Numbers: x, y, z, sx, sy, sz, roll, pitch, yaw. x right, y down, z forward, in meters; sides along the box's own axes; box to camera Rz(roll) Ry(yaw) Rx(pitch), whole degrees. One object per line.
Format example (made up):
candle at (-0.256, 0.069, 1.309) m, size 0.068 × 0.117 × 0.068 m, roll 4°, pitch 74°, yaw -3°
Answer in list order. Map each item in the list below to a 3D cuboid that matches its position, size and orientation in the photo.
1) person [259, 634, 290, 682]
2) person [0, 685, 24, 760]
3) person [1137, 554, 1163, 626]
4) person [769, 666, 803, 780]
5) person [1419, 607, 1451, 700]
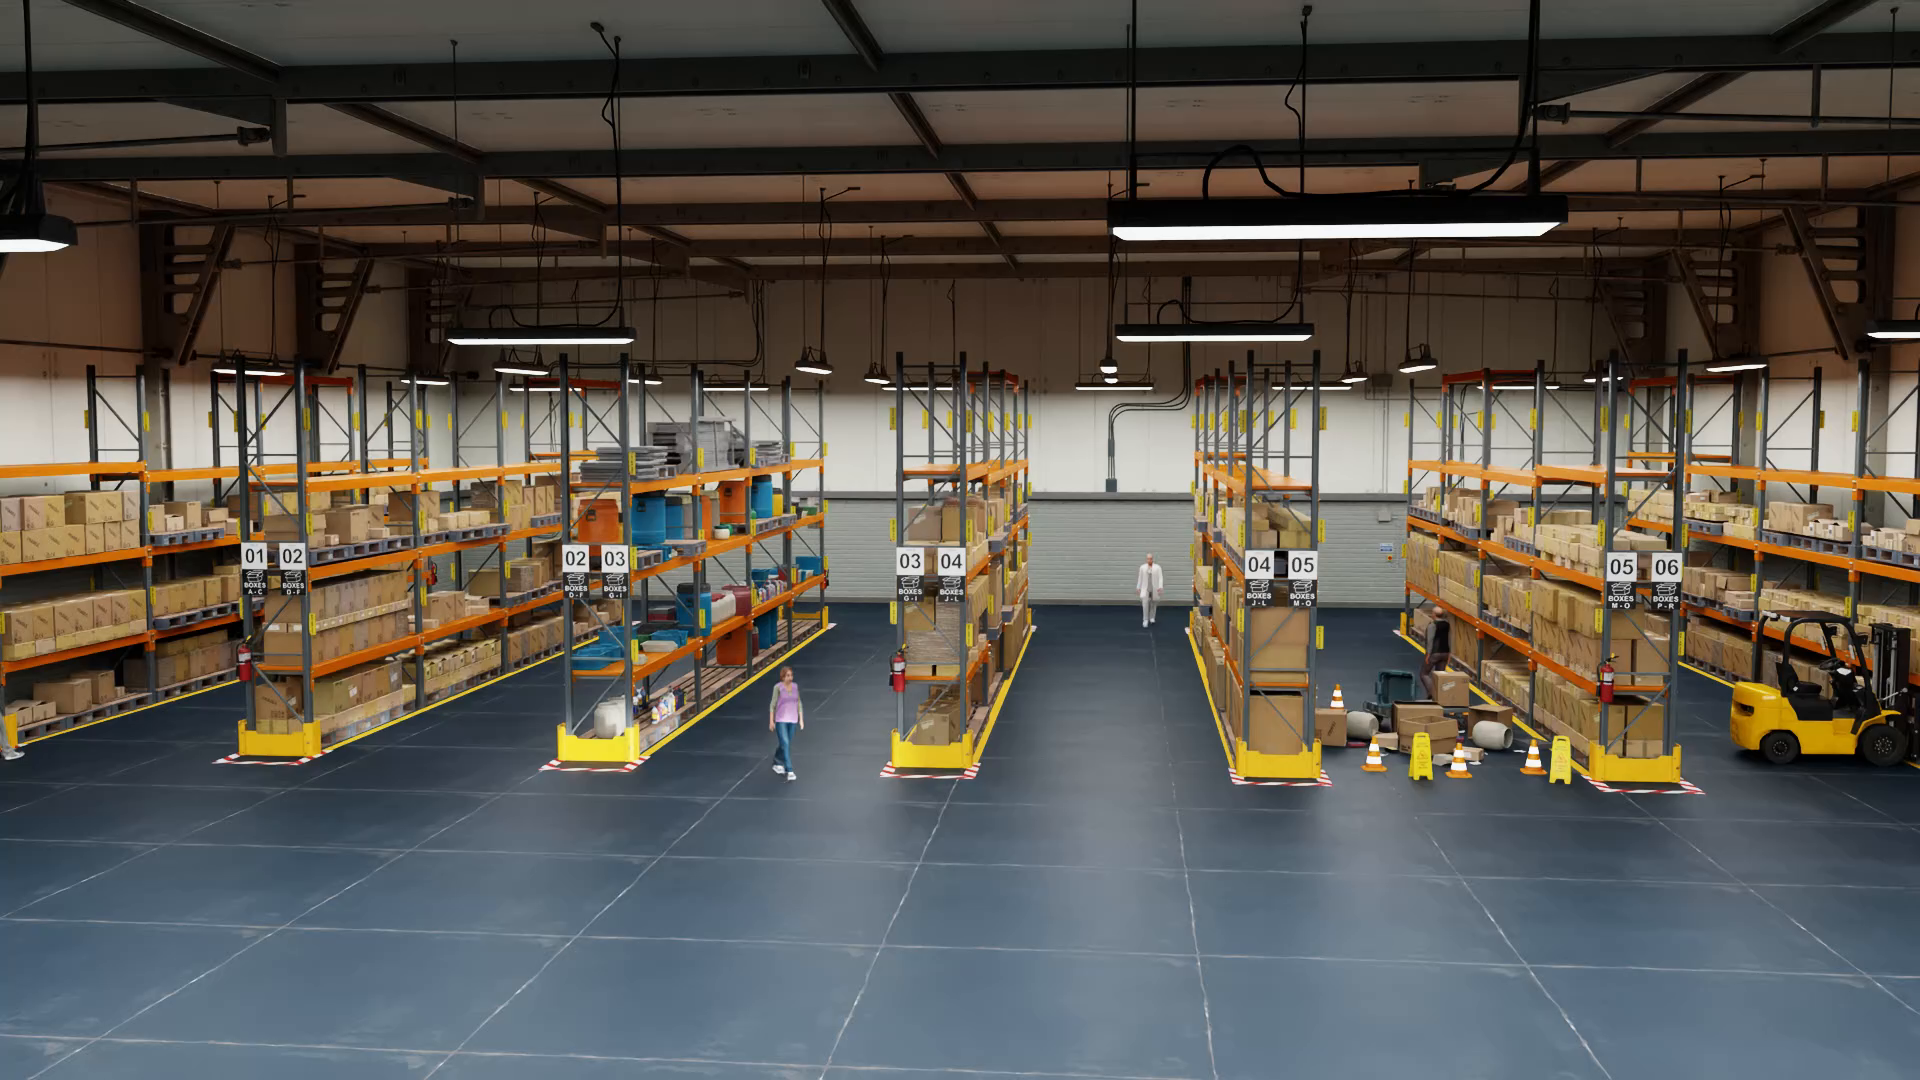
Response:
person at (-11.811, 2.096, 28.926) m, size 0.683 × 1.733 × 0.651 m, roll 0°, pitch 4°, yaw 1°
person at (-14.216, 2.480, 24.288) m, size 0.380 × 1.543 × 0.944 m, roll 2°, pitch 4°, yaw 21°
person at (4.661, 1.211, 40.835) m, size 0.639 × 1.718 × 1.102 m, roll 0°, pitch 4°, yaw 7°
person at (-2.417, 2.549, 23.318) m, size 0.466 × 1.554 × 0.914 m, roll -3°, pitch 5°, yaw -39°
person at (8.461, 2.051, 29.521) m, size 0.569 × 1.736 × 0.397 m, roll -2°, pitch 5°, yaw -27°
